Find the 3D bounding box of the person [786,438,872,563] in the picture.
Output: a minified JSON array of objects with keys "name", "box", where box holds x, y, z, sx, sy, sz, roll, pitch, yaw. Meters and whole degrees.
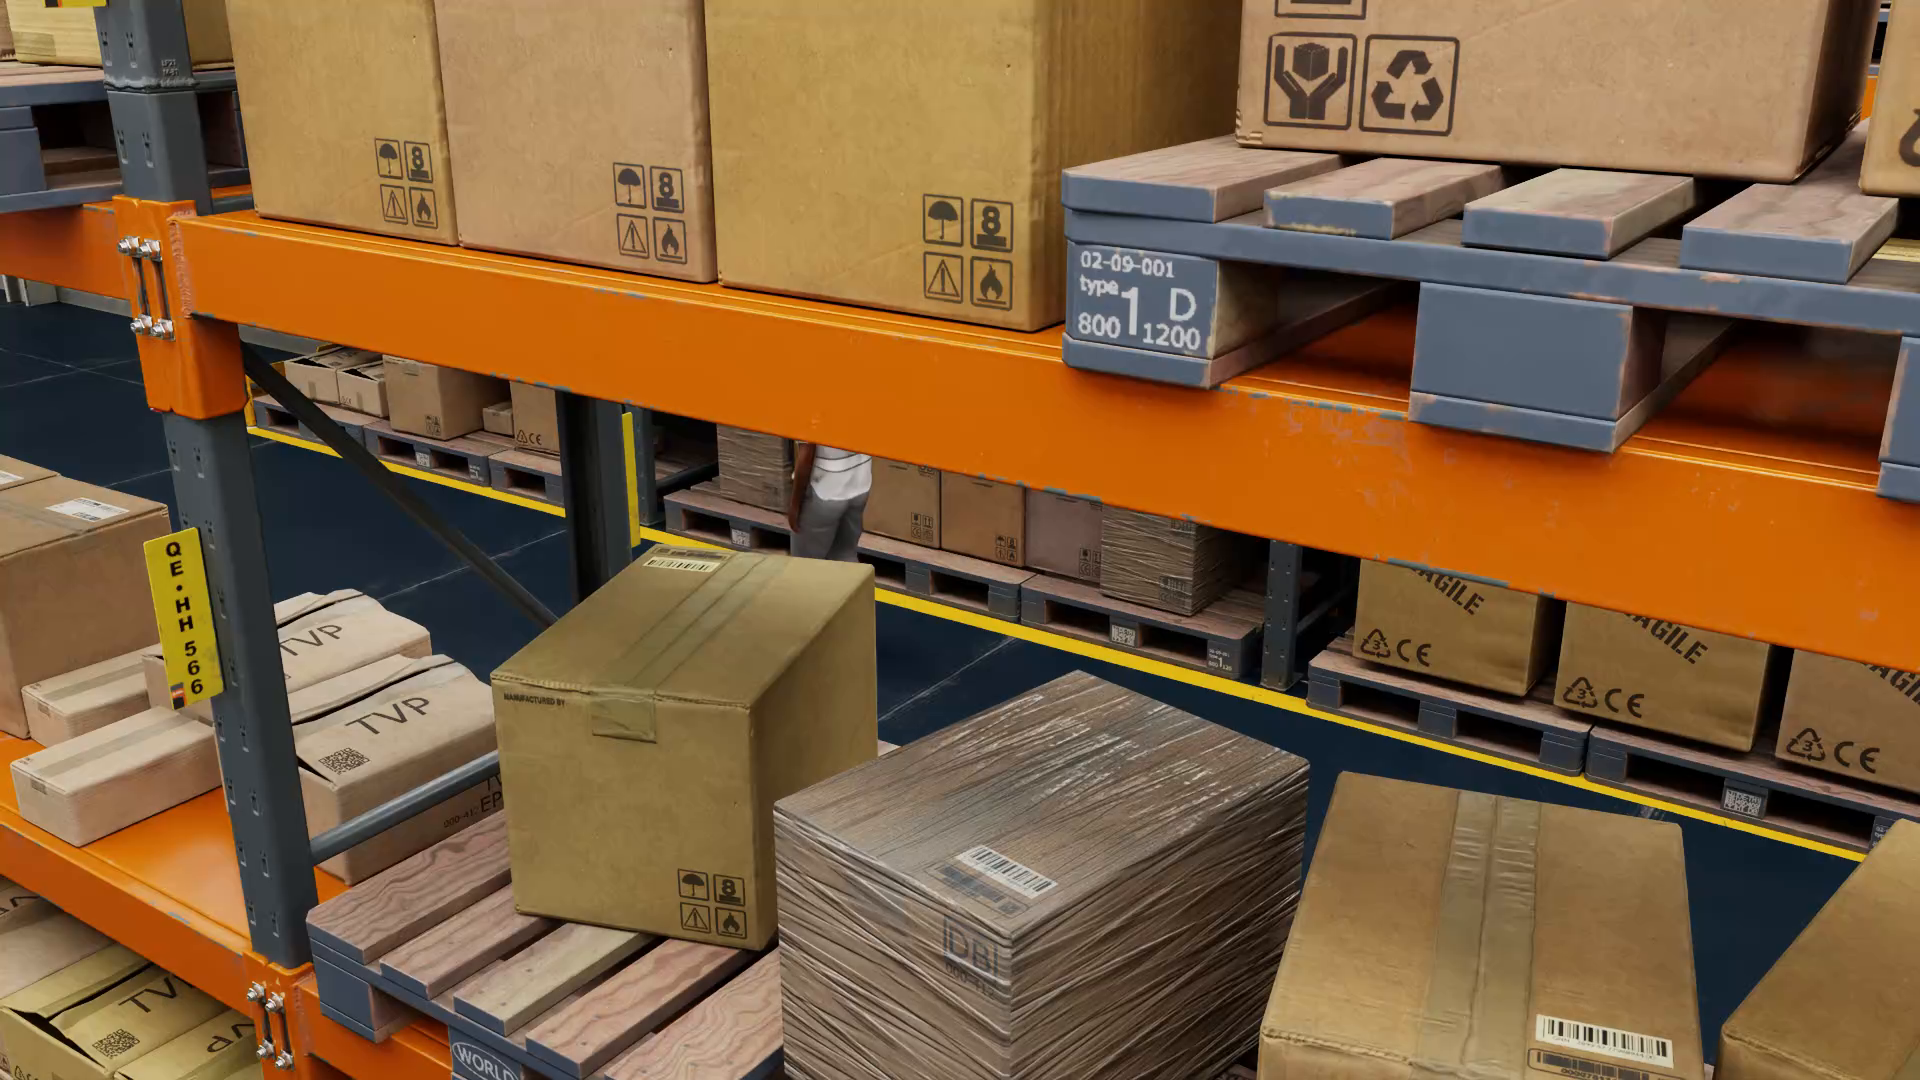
[{"name":"person","box":[-0.631,-0.221,7.686,0.425,1.657,0.510,12,23,30]}]
